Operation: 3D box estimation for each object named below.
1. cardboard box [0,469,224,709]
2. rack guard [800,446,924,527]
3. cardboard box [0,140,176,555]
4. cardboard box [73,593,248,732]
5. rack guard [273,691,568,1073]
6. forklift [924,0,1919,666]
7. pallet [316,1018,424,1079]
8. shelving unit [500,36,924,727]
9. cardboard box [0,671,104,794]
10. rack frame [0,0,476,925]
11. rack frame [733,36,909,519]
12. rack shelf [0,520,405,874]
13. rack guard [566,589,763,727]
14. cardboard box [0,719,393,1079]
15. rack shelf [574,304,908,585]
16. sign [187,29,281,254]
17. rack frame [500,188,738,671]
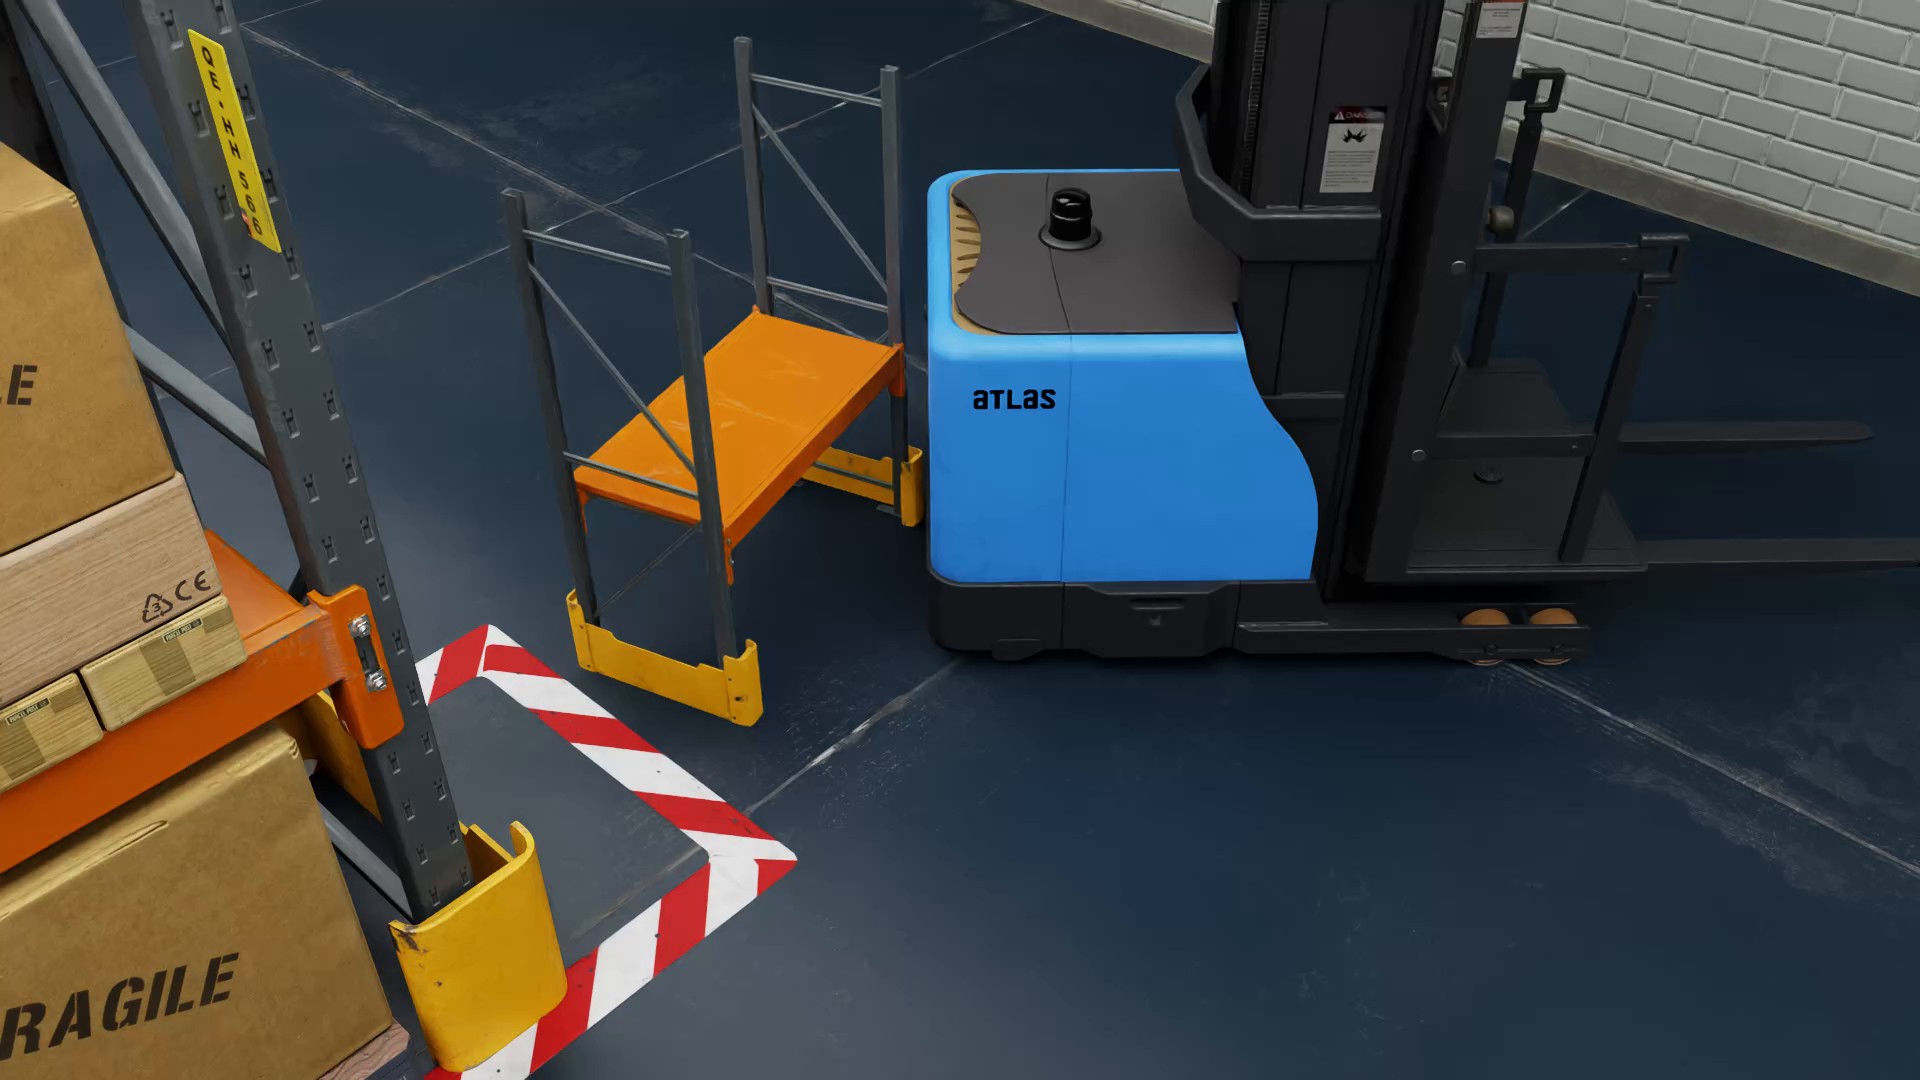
[{"bbox_3d":[-1.592,0.005,2.716,0.500,0.250,0.500,29,47,31],"label":"cardboard box"},{"bbox_3d":[-0.392,-0.238,5.348,0.587,0.250,0.087,17,41,20],"label":"rack guard"},{"bbox_3d":[-1.595,-0.289,2.482,0.500,0.500,0.500,30,47,32],"label":"cardboard box"},{"bbox_3d":[-1.458,0.128,2.880,0.380,0.149,0.250,31,48,33],"label":"cardboard box"},{"bbox_3d":[-1.445,0.696,3.974,1.175,0.500,0.348,30,47,32],"label":"rack guard"},{"bbox_3d":[1.414,-1.117,4.299,3.031,2.935,1.130,-1,38,-1],"label":"forklift"},{"bbox_3d":[-1.942,1.220,3.546,1.003,0.211,1.213,30,47,32],"label":"pallet"},{"bbox_3d":[-0.609,-0.448,4.608,0.587,1.500,1.083,17,41,20],"label":"shelving unit"},{"bbox_3d":[-1.632,0.249,2.729,0.380,0.149,0.250,30,47,32],"label":"cardboard box"},{"bbox_3d":[-1.461,-0.272,3.182,1.000,3.000,0.127,30,47,32],"label":"rack frame"},{"bbox_3d":[-0.392,-0.728,4.960,0.500,1.500,0.032,17,41,20],"label":"rack frame"},{"bbox_3d":[-2.810,0.929,2.250,1.077,0.370,4.000,30,47,32],"label":"rack shelf"},{"bbox_3d":[-0.825,0.321,4.646,0.587,0.250,0.087,17,41,20],"label":"rack guard"},{"bbox_3d":[-1.833,0.723,3.300,0.875,0.875,0.875,30,47,32],"label":"cardboard box"},{"bbox_3d":[-0.613,-0.302,4.714,0.538,0.185,1.000,17,41,20],"label":"rack shelf"},{"bbox_3d":[-1.070,-0.583,2.453,0.100,0.325,0.005,30,47,32],"label":"sign"},{"bbox_3d":[-0.833,-0.158,4.243,0.500,1.500,0.032,17,41,20],"label":"rack frame"}]
